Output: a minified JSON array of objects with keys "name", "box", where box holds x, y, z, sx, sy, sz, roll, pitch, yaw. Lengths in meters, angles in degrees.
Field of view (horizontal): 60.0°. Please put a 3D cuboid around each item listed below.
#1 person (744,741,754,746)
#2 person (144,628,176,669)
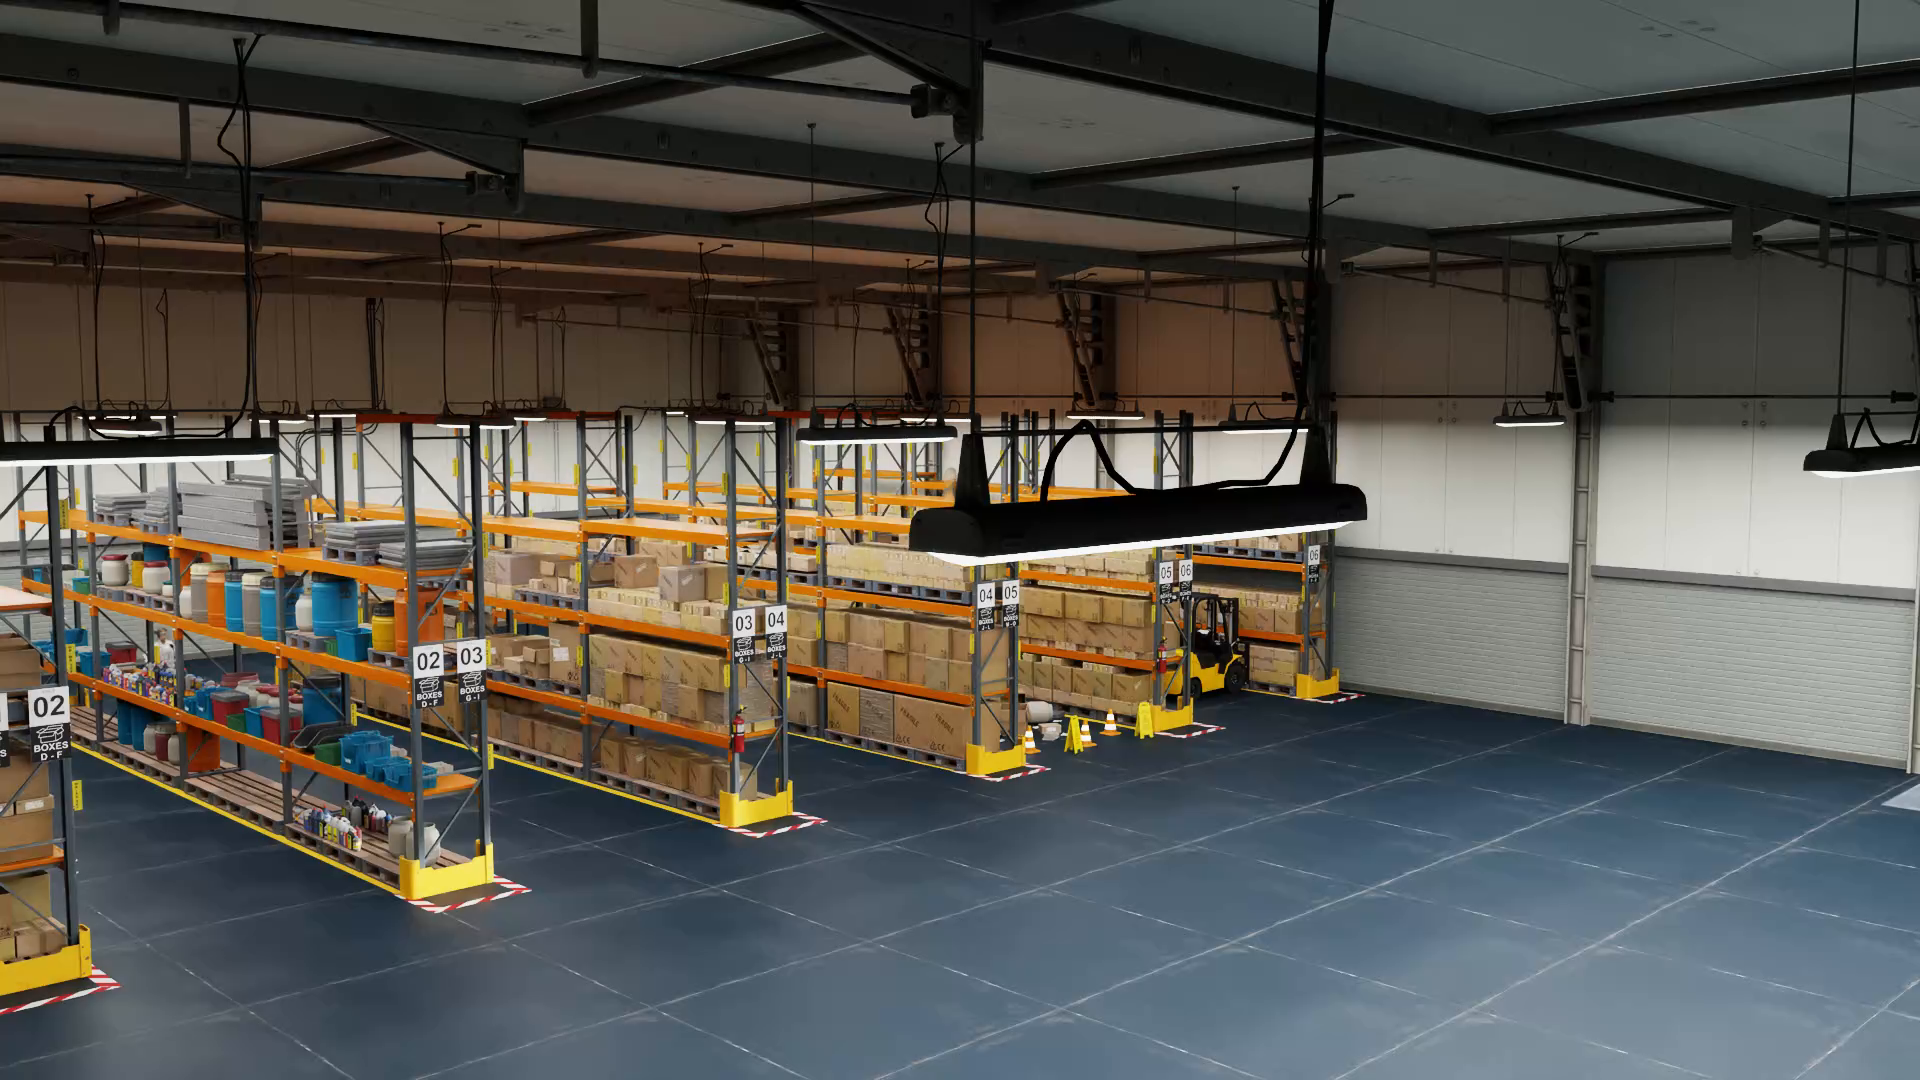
[{"name":"person","box":[-3.868,2.977,30.177,0.661,1.497,0.585,-4,6,-39]},{"name":"person","box":[-15.895,2.600,33.356,0.840,1.690,0.679,3,6,31]}]
